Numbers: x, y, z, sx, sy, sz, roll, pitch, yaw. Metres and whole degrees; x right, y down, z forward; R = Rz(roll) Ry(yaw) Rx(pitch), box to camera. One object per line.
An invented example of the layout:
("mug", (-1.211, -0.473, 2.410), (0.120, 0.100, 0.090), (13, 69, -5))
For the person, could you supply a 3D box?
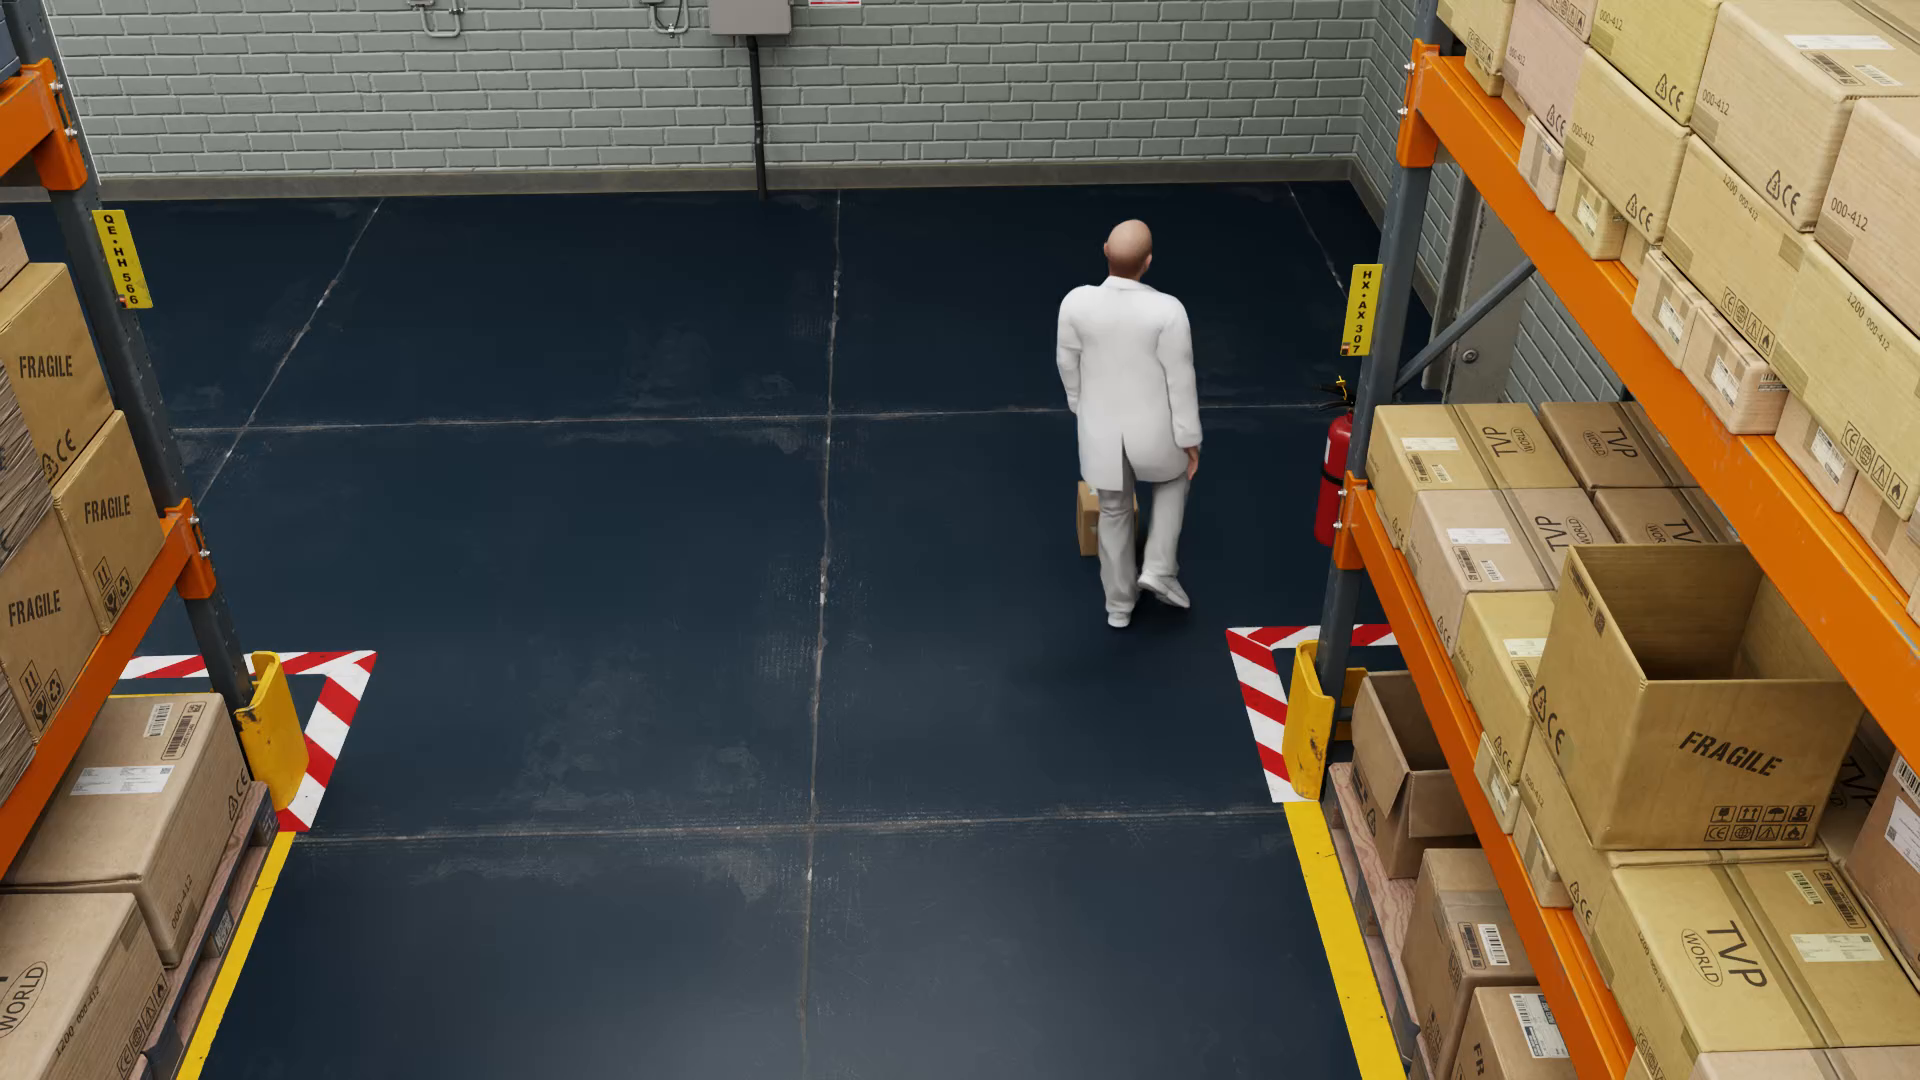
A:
("person", (0.700, -0.478, 6.812), (0.635, 1.784, 0.491), (10, 36, 14))
